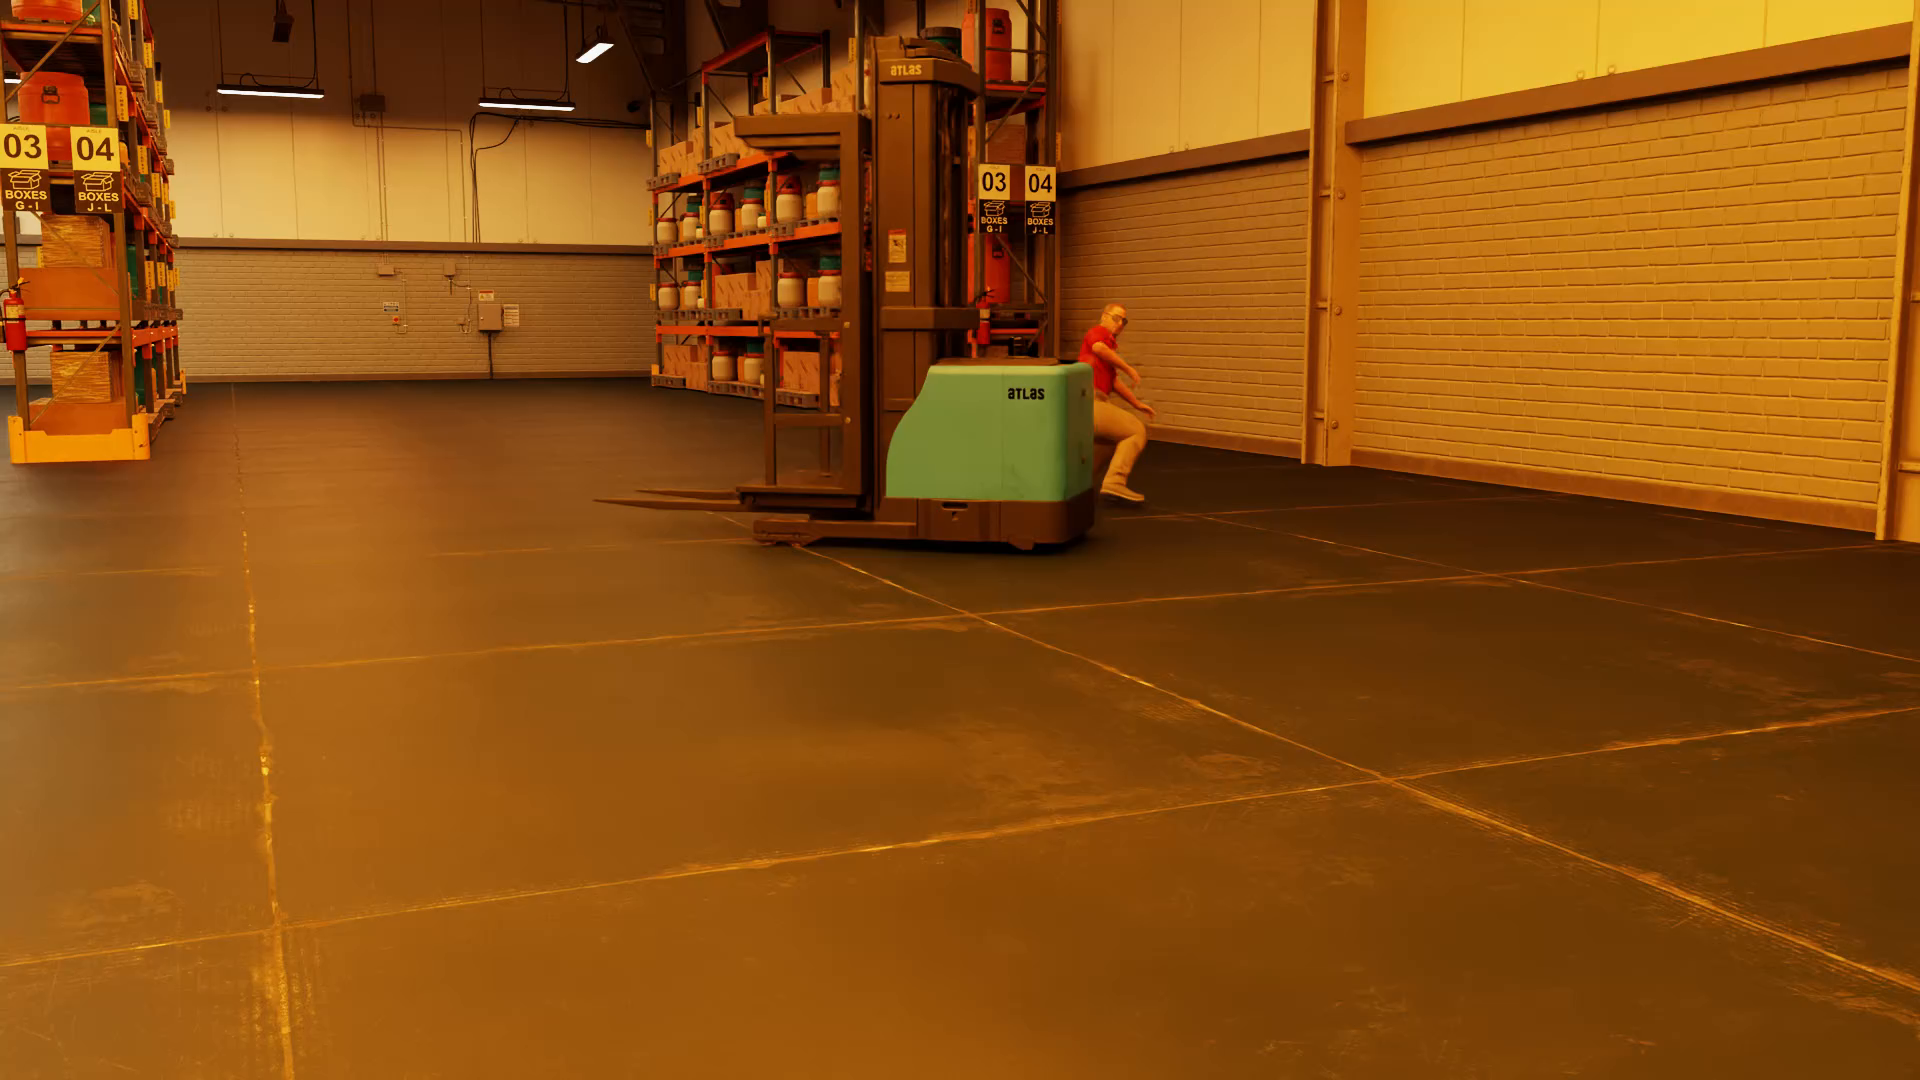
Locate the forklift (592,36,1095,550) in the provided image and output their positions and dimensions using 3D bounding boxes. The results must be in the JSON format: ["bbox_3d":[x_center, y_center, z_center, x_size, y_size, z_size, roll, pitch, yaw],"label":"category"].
[{"bbox_3d":[-0.740,-1.473,10.116,3.031,2.935,1.130,2,8,14],"label":"forklift"}]

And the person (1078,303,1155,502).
[{"bbox_3d":[1.119,-0.963,12.110,0.849,1.513,0.840,-2,8,-12],"label":"person"}]
